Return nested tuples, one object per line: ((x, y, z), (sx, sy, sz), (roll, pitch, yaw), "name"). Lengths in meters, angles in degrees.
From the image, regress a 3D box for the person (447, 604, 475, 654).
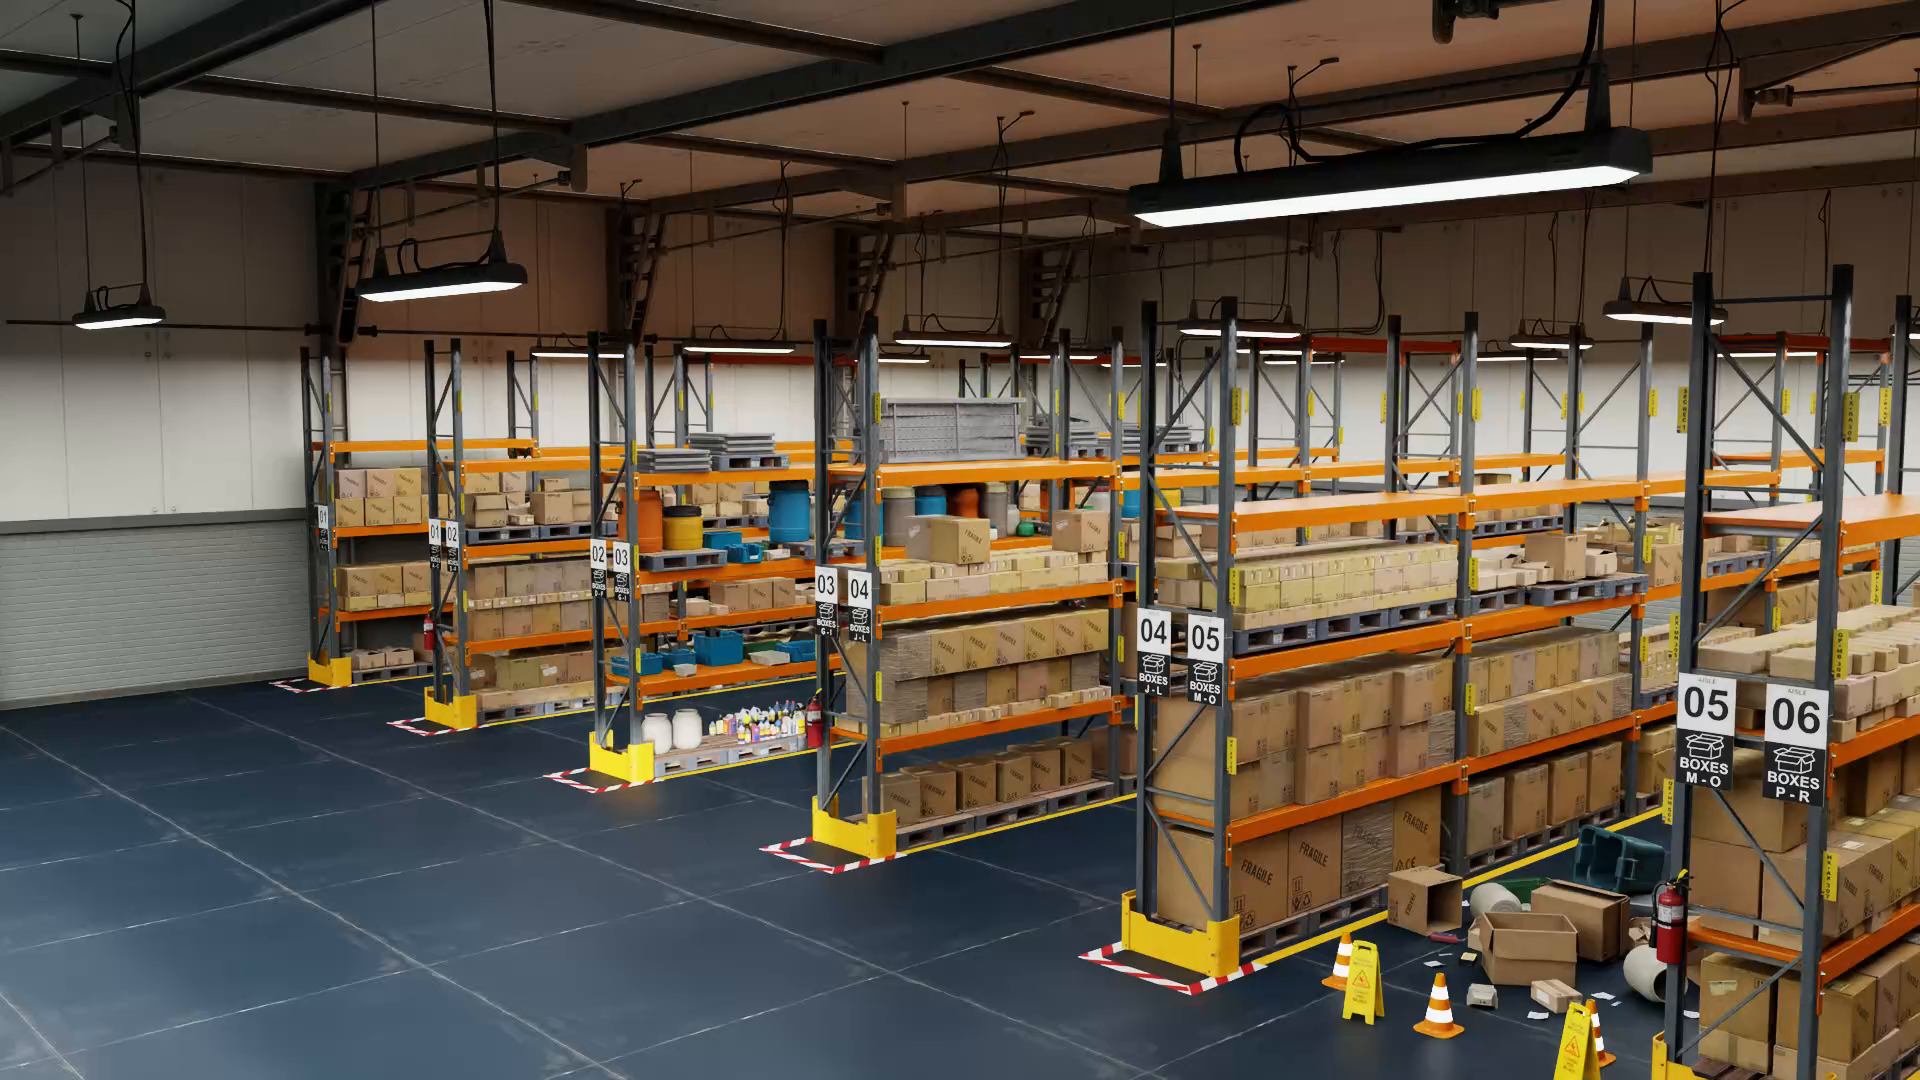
((-8.233, 1.830, 28.056), (0.622, 1.724, 0.947), (4, 6, 37), "person")
